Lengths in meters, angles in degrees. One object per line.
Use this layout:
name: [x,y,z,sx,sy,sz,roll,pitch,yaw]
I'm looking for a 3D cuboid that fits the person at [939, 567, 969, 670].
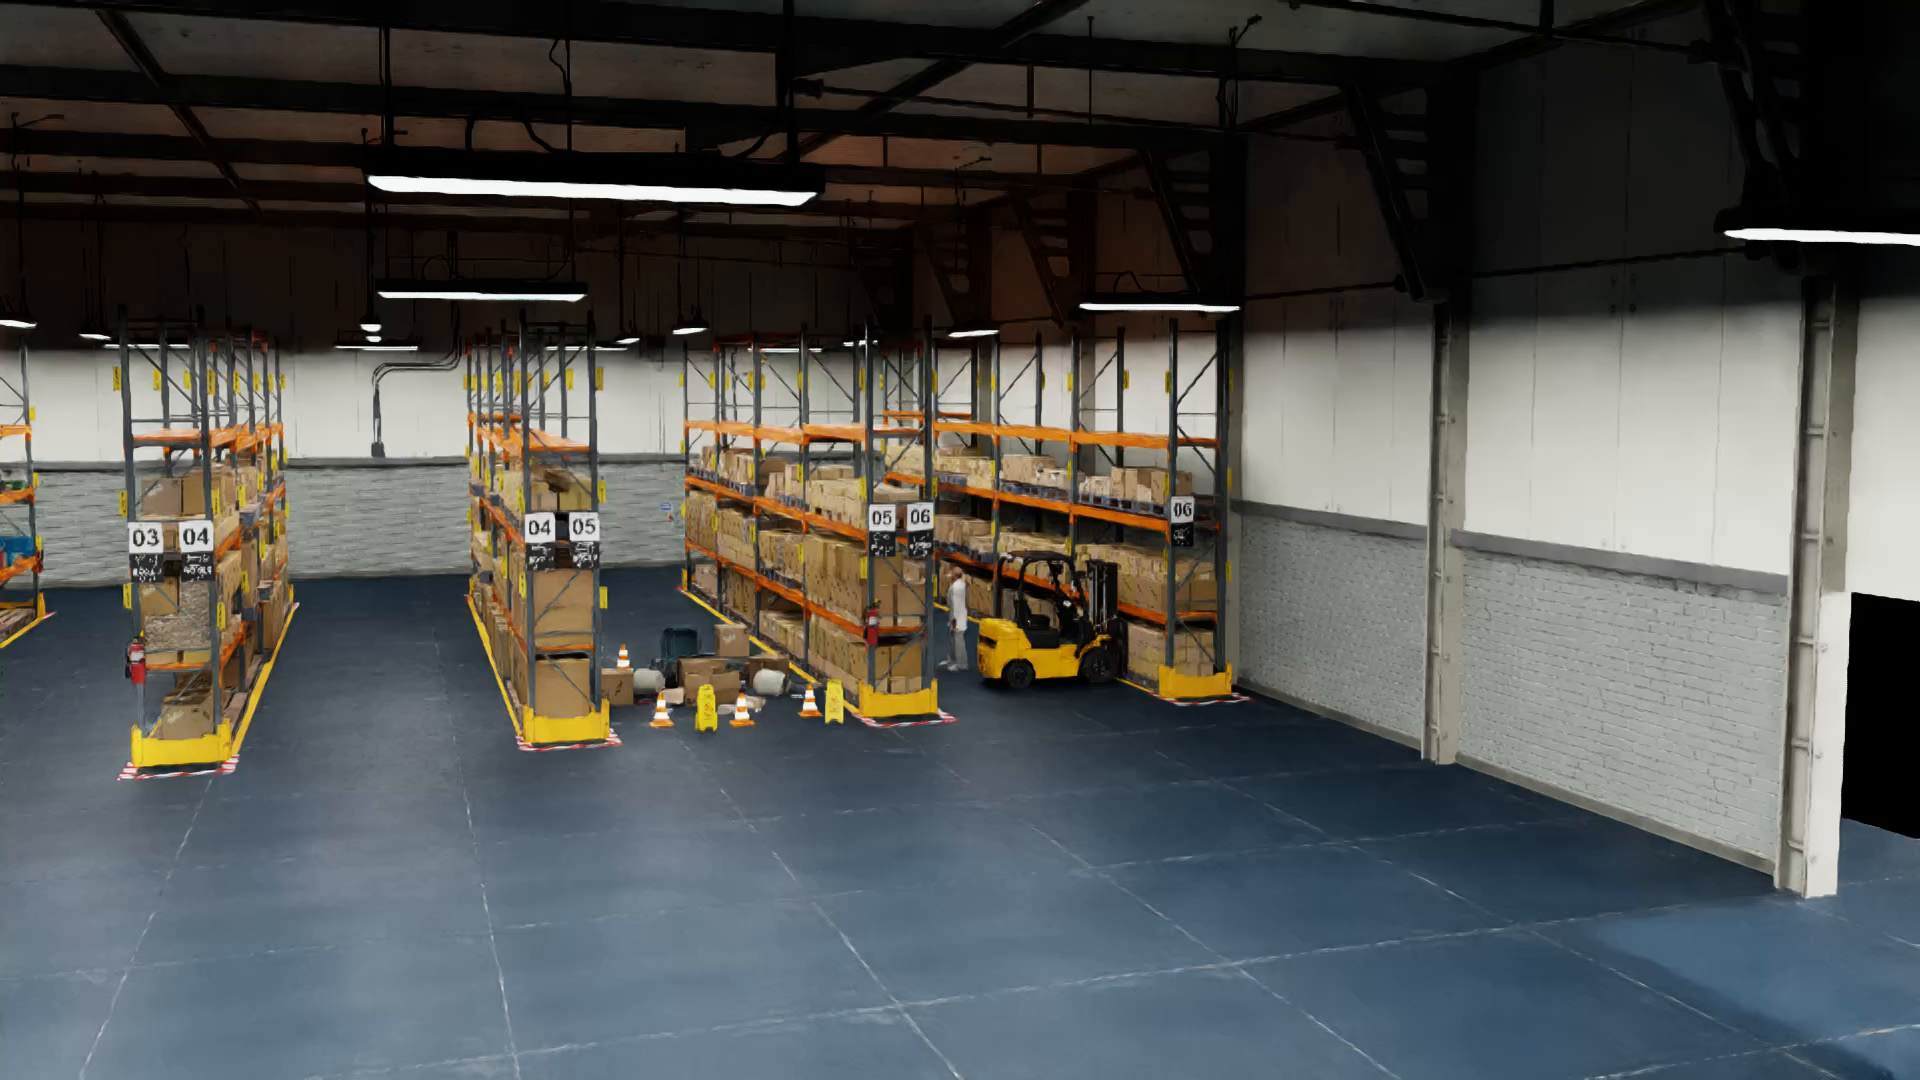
person: [-0.103,1.351,29.017,0.551,1.782,0.636,1,6,10]
